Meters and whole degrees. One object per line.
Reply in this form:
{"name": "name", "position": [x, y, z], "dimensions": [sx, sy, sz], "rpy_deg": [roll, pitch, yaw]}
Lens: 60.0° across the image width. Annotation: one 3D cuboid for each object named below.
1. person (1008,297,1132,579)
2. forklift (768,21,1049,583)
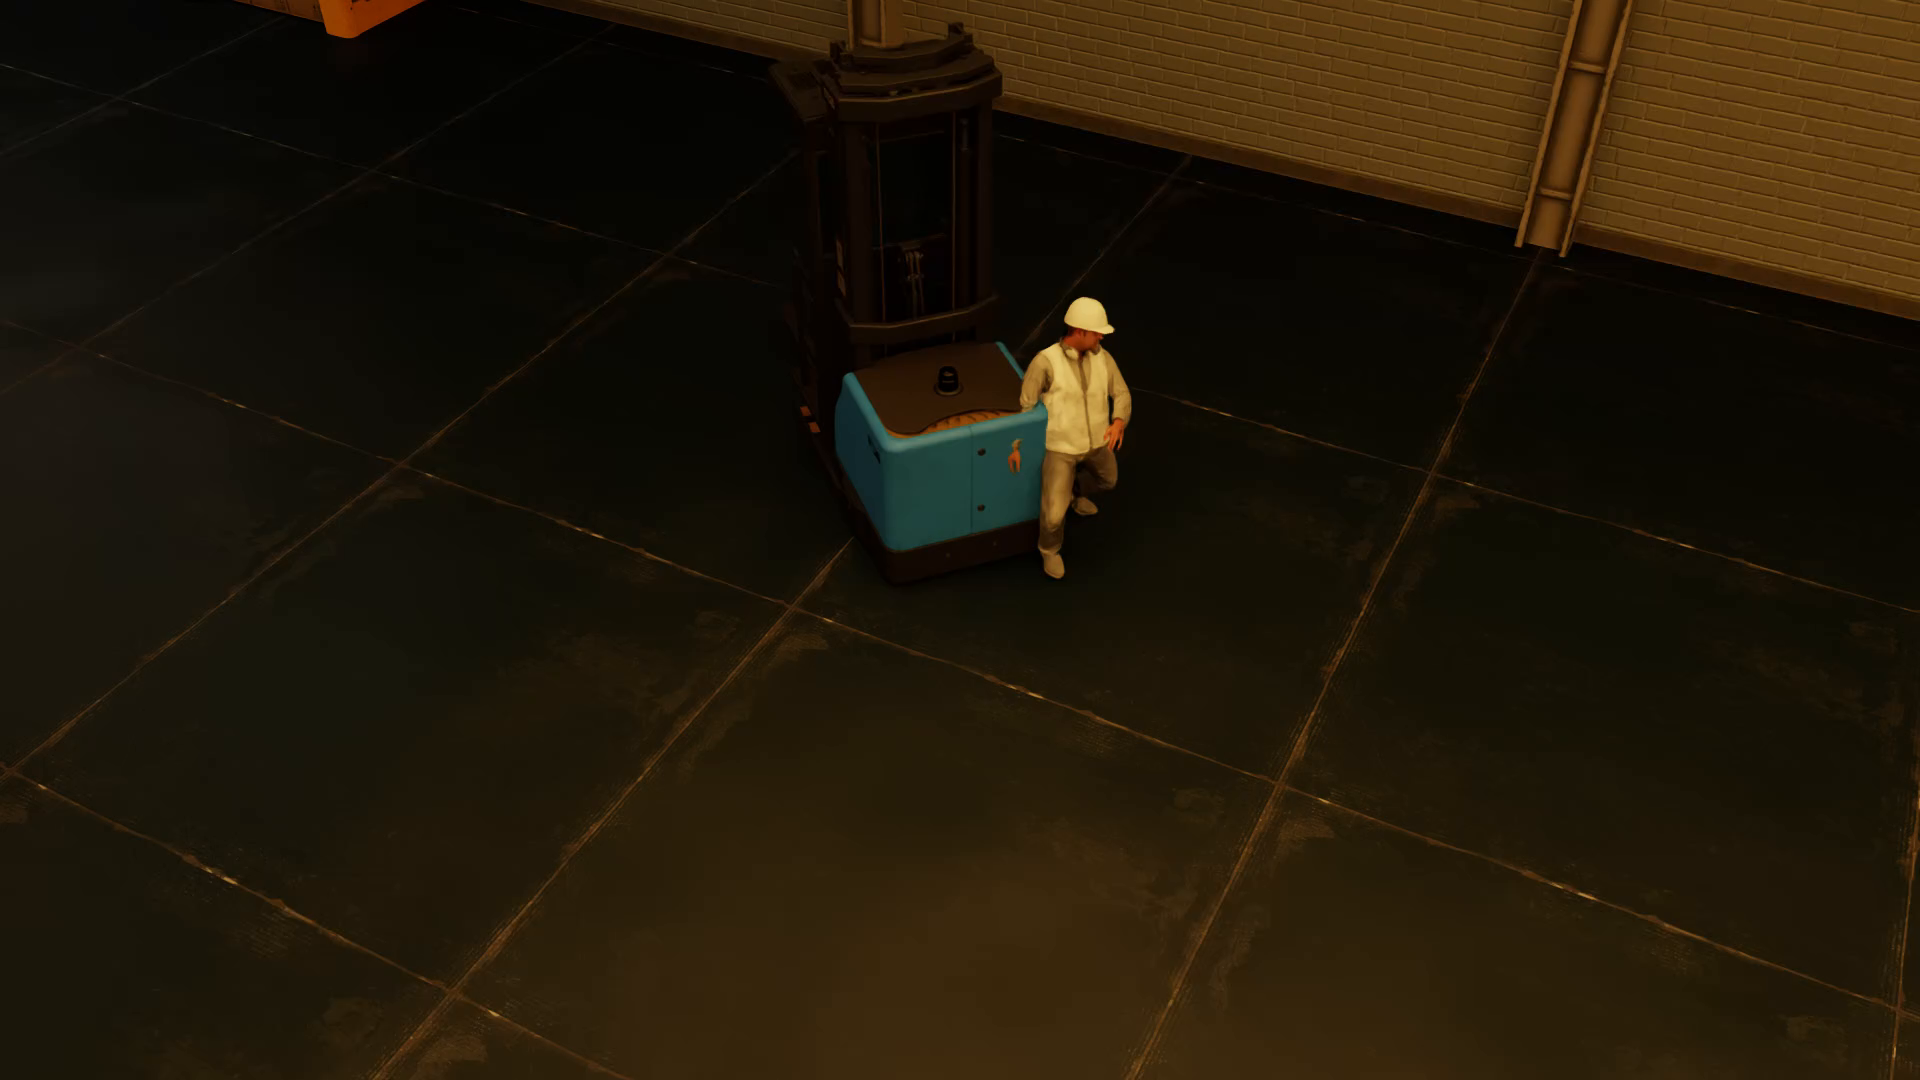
{"name": "person", "position": [0.636, -0.572, 9.665], "dimensions": [0.781, 1.629, 0.840], "rpy_deg": [-22, 45, -24]}
{"name": "forklift", "position": [-0.459, -1.823, 10.151], "dimensions": [1.130, 2.935, 3.031], "rpy_deg": [-14, 42, -16]}
